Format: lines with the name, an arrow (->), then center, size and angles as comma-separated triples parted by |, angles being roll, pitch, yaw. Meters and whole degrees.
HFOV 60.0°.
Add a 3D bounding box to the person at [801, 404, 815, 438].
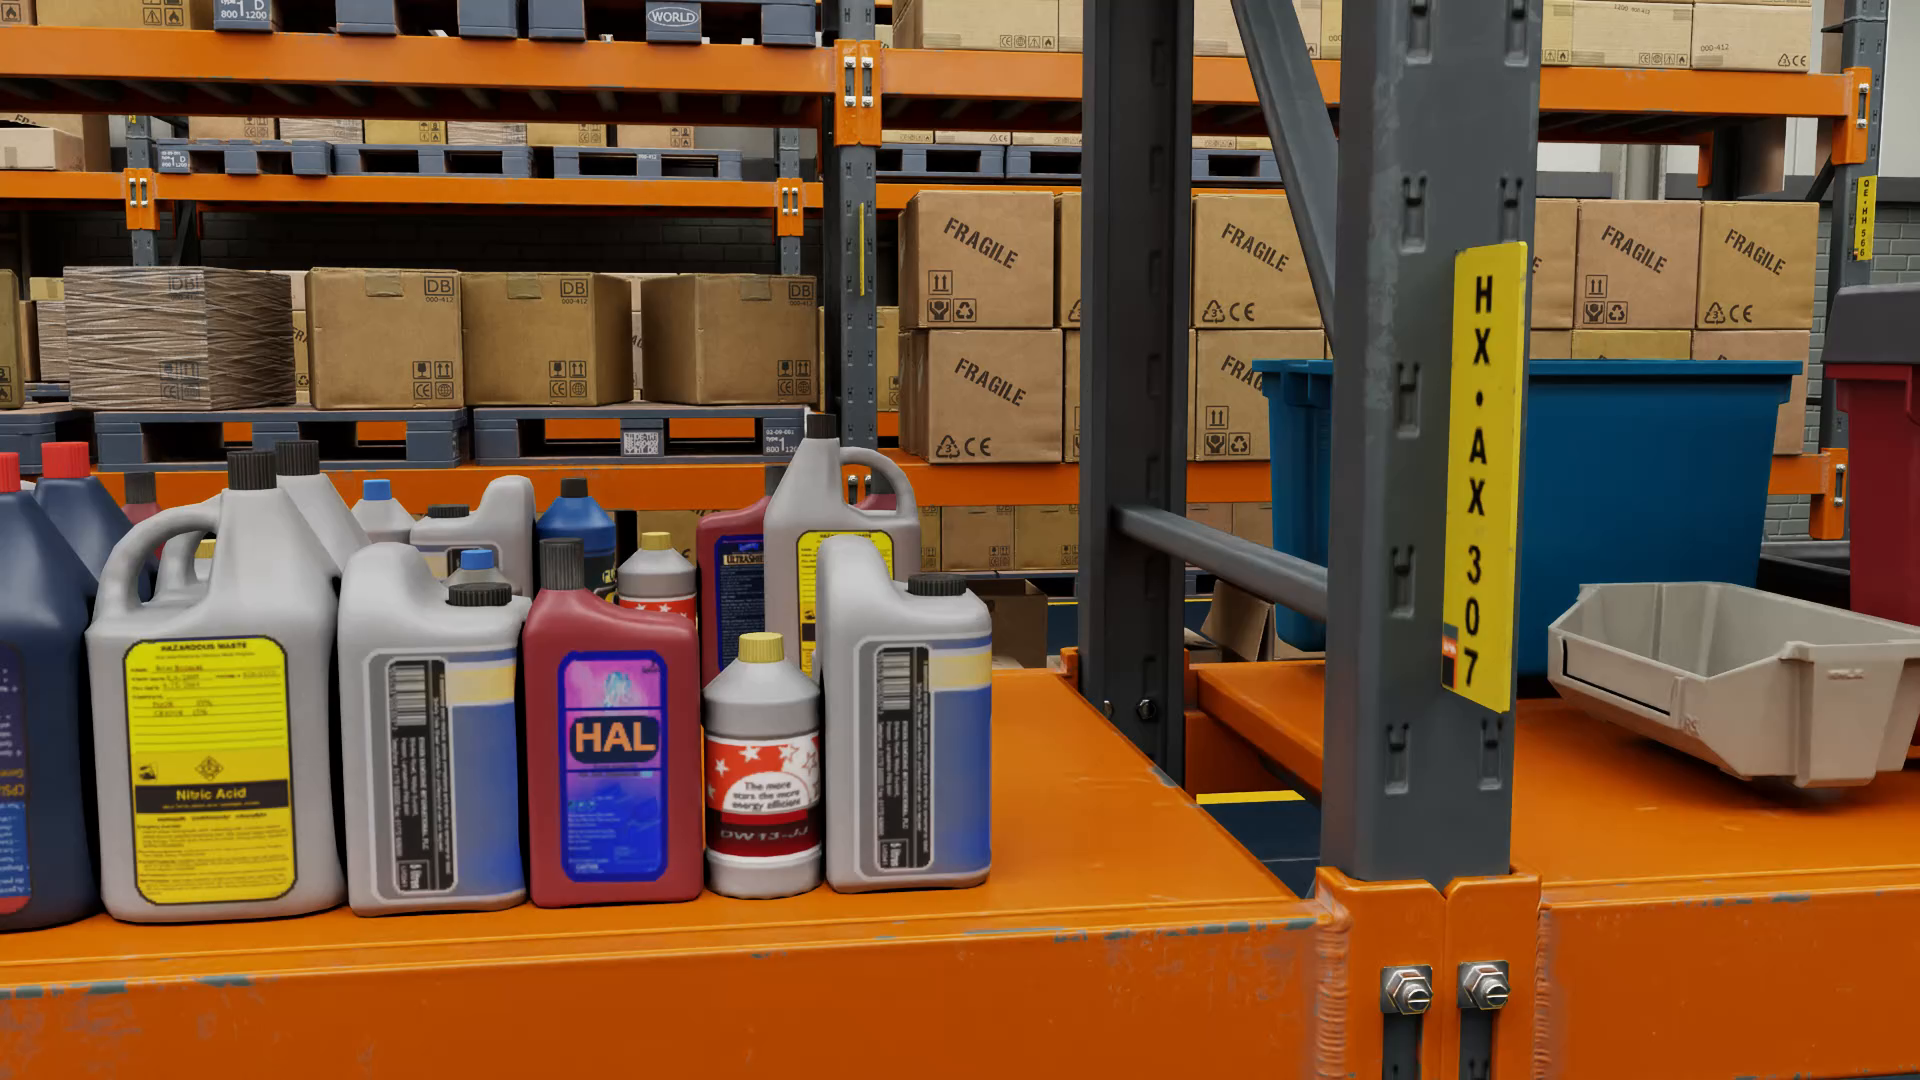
person -> -0.825, -0.024, 8.122 | 0.389, 1.654, 0.474 | -1, 7, -9
